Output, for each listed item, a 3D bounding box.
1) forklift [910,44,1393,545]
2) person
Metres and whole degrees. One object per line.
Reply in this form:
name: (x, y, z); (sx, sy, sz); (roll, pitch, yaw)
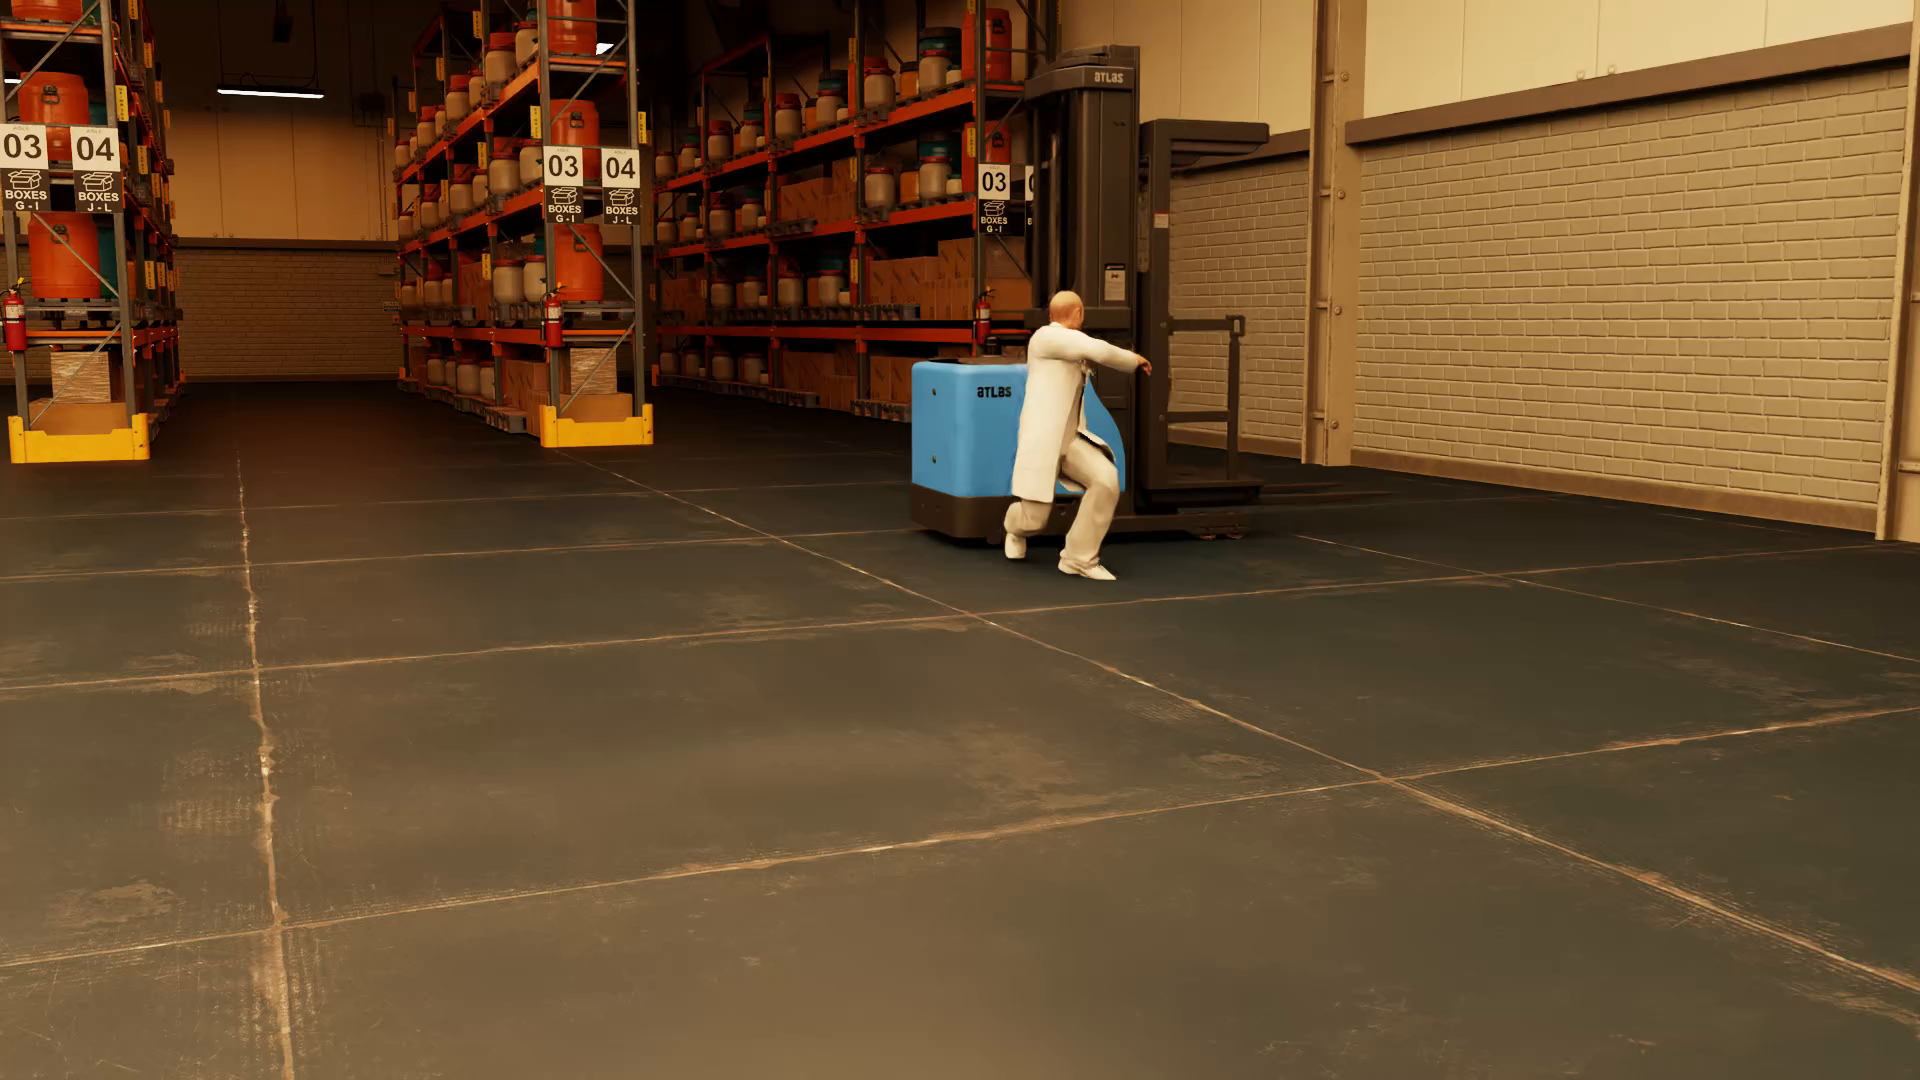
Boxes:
forklift: (1.258, -1.514, 10.426); (3.031, 2.935, 1.130); (-2, 8, -18)
person: (0.584, -0.564, 8.968); (0.780, 1.543, 1.011); (-6, 10, -40)
